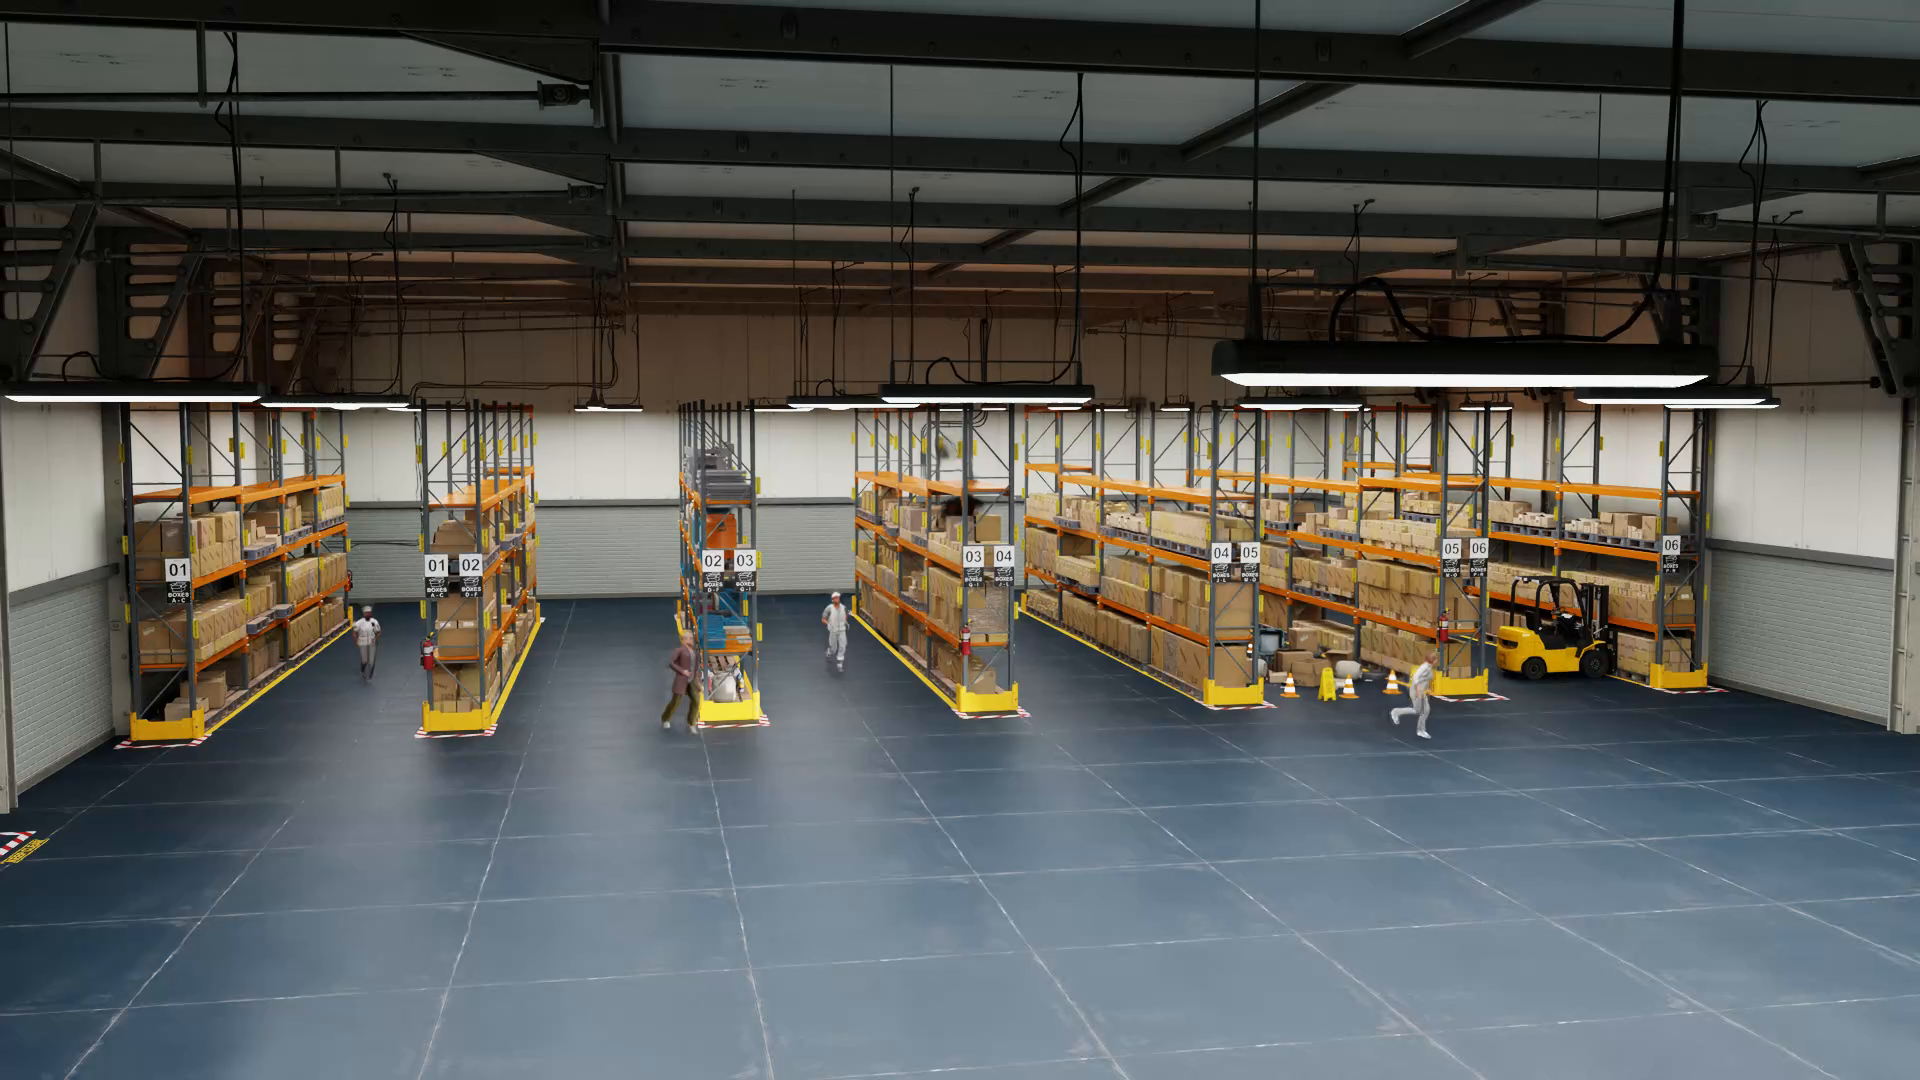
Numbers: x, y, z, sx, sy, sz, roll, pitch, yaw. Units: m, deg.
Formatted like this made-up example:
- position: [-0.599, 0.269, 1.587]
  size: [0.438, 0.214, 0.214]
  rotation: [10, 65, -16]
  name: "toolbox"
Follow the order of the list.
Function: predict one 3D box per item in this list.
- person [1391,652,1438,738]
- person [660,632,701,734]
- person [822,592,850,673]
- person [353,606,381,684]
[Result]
- position: [8.106, 2.743, 29.667]
  size: [0.810, 1.546, 0.538]
  rotation: [2, 5, 25]
  name: "person"
- position: [-4.962, 2.578, 30.146]
  size: [0.873, 1.806, 0.765]
  rotation: [4, 6, 42]
  name: "person"
- position: [-2.761, 2.044, 37.142]
  size: [0.657, 1.771, 0.863]
  rotation: [-2, 5, -25]
  name: "person"
- position: [-12.600, 2.232, 35.371]
  size: [0.570, 1.661, 0.553]
  rotation: [-2, 5, -24]
  name: "person"
